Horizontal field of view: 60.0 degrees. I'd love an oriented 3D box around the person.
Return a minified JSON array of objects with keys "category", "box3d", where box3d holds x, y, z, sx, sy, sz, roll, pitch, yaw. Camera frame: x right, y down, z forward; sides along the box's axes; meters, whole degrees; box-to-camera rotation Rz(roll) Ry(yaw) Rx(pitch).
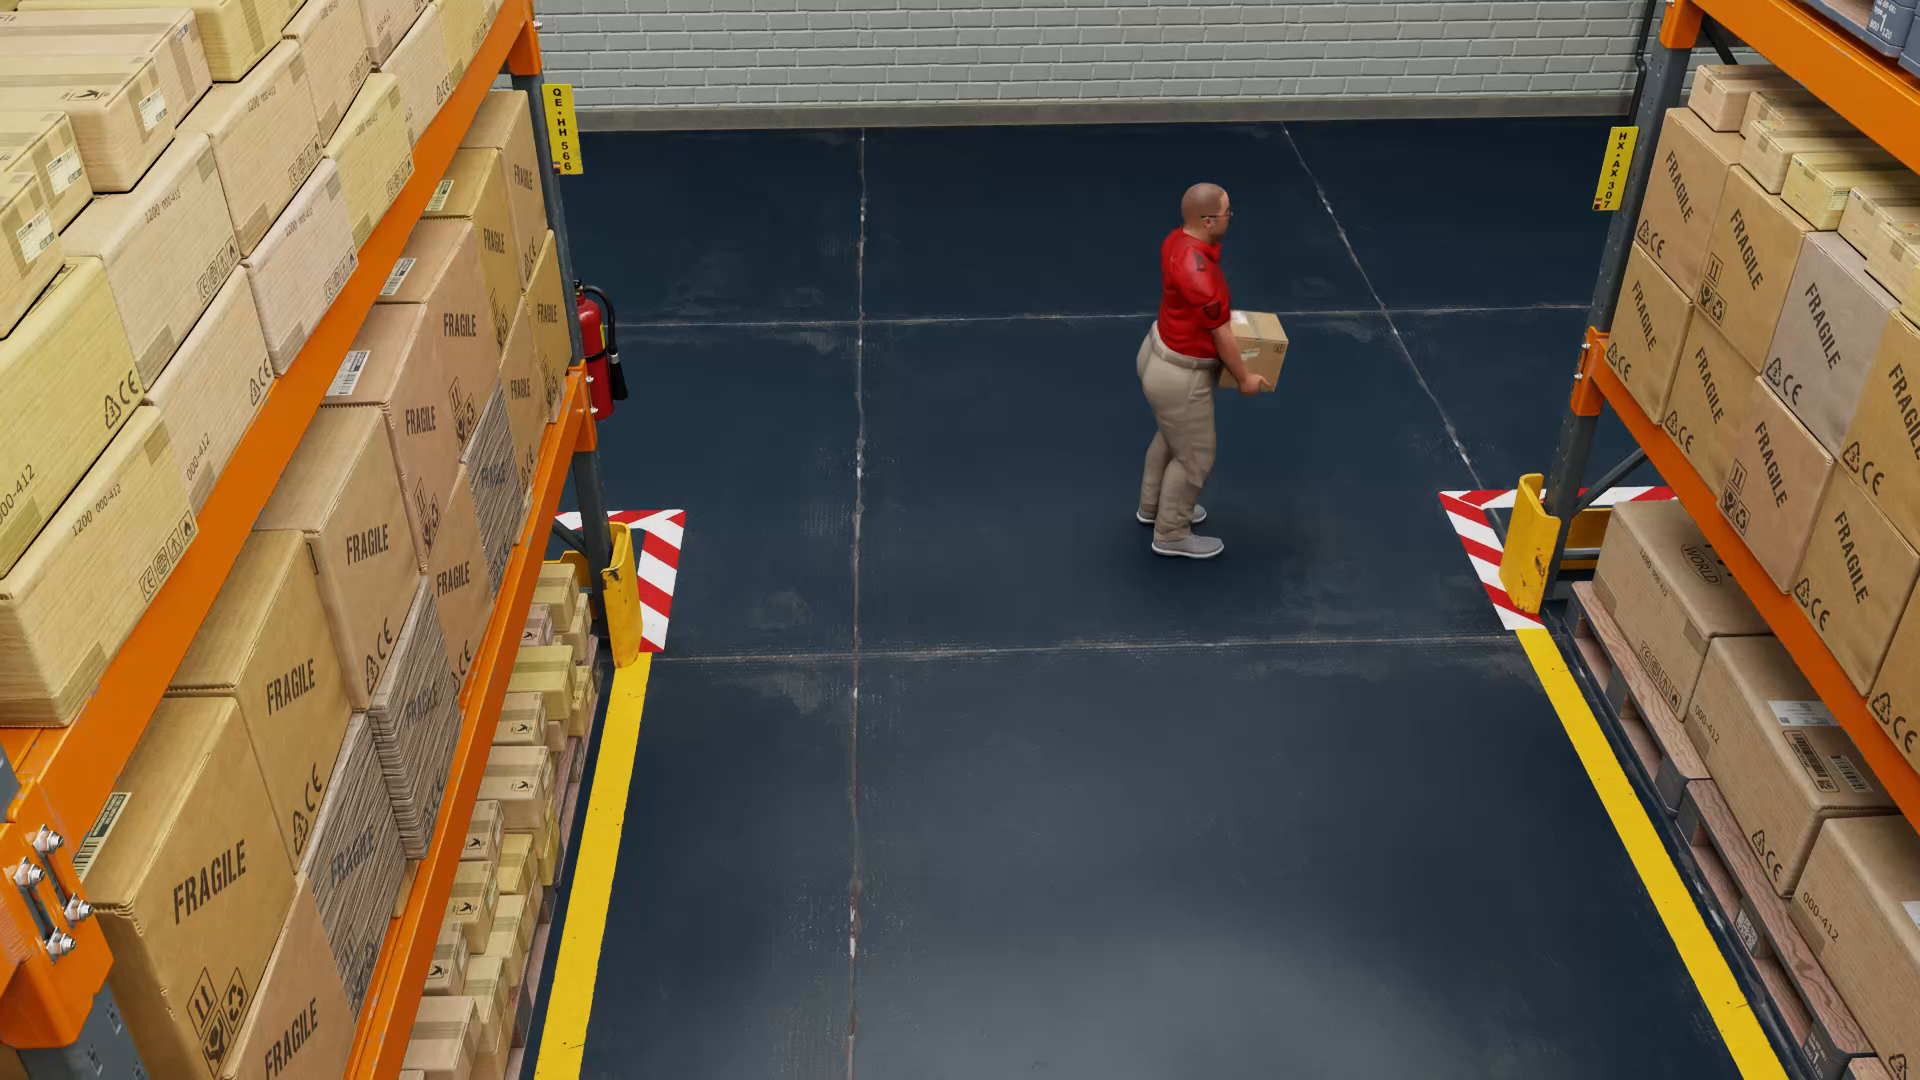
[{"category":"person","box3d":[1.047,-0.733,7.216,0.550,1.725,0.490,-2,35,-3]}]
